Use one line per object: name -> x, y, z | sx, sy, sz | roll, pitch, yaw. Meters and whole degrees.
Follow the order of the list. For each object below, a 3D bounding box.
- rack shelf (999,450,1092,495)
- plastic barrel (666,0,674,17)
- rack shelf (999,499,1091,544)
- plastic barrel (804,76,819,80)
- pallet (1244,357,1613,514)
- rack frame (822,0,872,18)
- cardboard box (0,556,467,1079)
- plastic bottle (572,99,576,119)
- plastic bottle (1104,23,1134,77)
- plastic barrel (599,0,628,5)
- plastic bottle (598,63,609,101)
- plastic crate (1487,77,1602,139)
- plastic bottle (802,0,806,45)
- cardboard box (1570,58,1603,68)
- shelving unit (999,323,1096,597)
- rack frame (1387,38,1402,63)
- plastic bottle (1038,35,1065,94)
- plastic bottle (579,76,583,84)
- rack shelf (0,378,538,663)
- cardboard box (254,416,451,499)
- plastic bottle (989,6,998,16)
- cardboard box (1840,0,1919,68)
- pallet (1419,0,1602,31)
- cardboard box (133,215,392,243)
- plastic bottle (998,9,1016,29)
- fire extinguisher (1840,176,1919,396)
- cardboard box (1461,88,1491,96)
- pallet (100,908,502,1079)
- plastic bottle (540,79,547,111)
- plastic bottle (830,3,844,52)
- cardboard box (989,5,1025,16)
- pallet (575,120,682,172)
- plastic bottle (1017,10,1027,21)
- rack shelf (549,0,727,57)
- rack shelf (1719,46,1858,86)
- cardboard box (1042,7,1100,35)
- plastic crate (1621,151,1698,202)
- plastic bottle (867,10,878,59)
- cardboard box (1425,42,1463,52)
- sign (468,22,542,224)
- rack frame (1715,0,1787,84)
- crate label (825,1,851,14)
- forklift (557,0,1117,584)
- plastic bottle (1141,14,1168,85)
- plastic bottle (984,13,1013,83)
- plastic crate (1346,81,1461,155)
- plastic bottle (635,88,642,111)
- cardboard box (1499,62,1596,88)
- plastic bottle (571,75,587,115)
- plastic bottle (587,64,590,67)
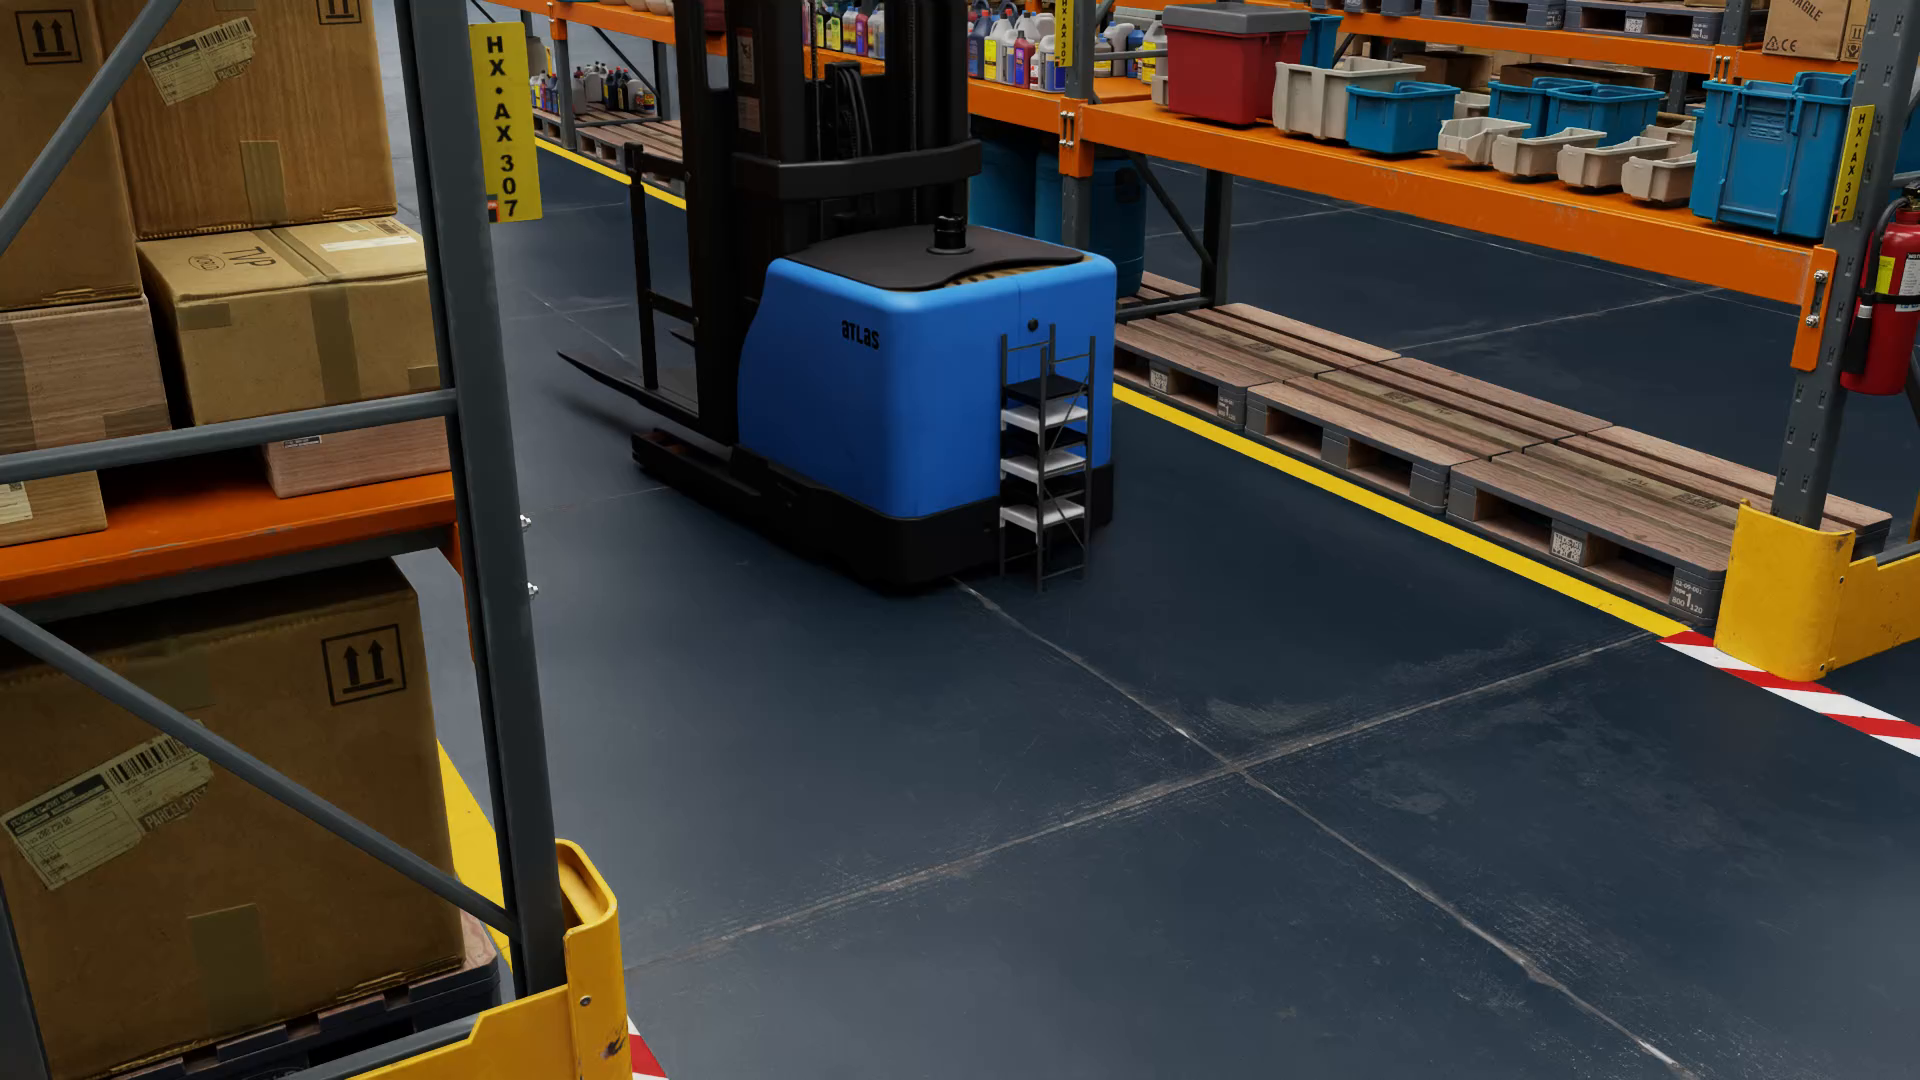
rack shelf -> 0.300, -0.247, 5.812 | 0.258, 0.077, 0.200 | -17, 27, -35
plastic barrel -> -1.998, -4.177, 12.456 | 0.421, 0.512, 0.421 | 0, 22, 0
rack shelf -> 0.300, -0.080, 5.879 | 0.258, 0.077, 0.200 | -17, 27, -35
plastic barrel -> -0.809, -2.731, 11.371 | 0.600, 0.830, 0.708 | -13, 25, -28
pallet -> 2.006, -0.484, 7.223 | 1.003, 0.211, 1.213 | -13, 25, -28
rack frame -> -1.073, -3.697, 11.423 | 1.000, 3.000, 0.127 | -13, 25, -28
cardboard box -> -1.641, 0.443, 3.501 | 0.875, 0.875, 0.875 | -13, 25, -28
plastic bottle -> -3.570, -3.957, 15.194 | 0.097, 0.201, 0.097 | 0, 22, 0
plastic bottle -> 0.874, -2.686, 9.101 | 0.152, 0.276, 0.135 | -13, 25, -28
plastic barrel -> -2.817, -4.703, 13.718 | 0.433, 0.535, 0.433 | 0, 22, 0
plastic bottle -> -3.486, -4.508, 16.353 | 0.144, 0.351, 0.185 | -13, 25, -29
plastic crate -> 2.344, -1.724, 6.712 | 0.416, 0.233, 0.300 | -13, 25, -28
plastic bottle -> -1.002, -3.325, 10.664 | 0.061, 0.283, 0.133 | -13, 25, -28
cardboard box -> 6.868, -5.060, 17.513 | 0.700, 0.500, 0.500 | -13, 25, -28
shelving unit -> 0.300, -0.278, 5.799 | 0.258, 0.900, 0.210 | -17, 27, -35
rack frame -> 5.400, -6.897, 19.297 | 1.000, 3.000, 0.127 | -13, 25, -28
plastic bottle -> 0.491, -2.410, 8.422 | 0.152, 0.276, 0.135 | -13, 25, -28
plastic bottle -> -3.767, -4.522, 16.585 | 0.097, 0.201, 0.097 | 0, 22, 0
rack shelf -> -2.267, -0.469, 4.436 | 1.077, 0.370, 4.000 | -13, 25, -28
cardboard box -> -1.143, -0.217, 3.194 | 0.380, 0.149, 0.250 | -12, 25, -28
plastic bottle -> 0.194, -3.109, 10.132 | 0.061, 0.283, 0.133 | -13, 25, -28
cardboard box -> 5.520, -3.017, 9.619 | 0.500, 0.500, 0.500 | -12, 25, -27
pallet -> 4.184, -3.931, 12.254 | 1.003, 0.211, 1.213 | -13, 25, -28
cardboard box -> -1.529, -0.597, 3.601 | 0.500, 0.250, 0.500 | -13, 25, -29
plastic bottle -> 0.249, -2.701, 9.039 | 0.144, 0.351, 0.185 | -13, 25, -28
fire extinguisher -> 2.699, -0.762, 4.801 | 0.296, 0.674, 0.183 | -13, 25, -28
cardboard box -> 4.130, -3.269, 13.106 | 0.500, 0.500, 0.500 | -14, 26, -30
pallet -> -1.721, 0.894, 3.833 | 1.003, 0.211, 1.213 | -13, 25, -28
plastic bottle -> -3.911, -4.197, 15.677 | 0.061, 0.283, 0.133 | -11, 24, -25
plastic bottle -> -0.747, -3.164, 10.267 | 0.061, 0.283, 0.133 | -13, 25, -28
cardboard box -> 0.473, -5.484, 17.917 | 0.500, 0.500, 0.500 | -13, 25, -28
pallet -> -2.682, -3.453, 14.527 | 1.003, 0.211, 1.213 | -13, 25, -28
plastic bottle -> 0.384, -3.015, 9.916 | 0.097, 0.271, 0.097 | 0, 22, 0
rack shelf -> -2.095, -4.011, 13.151 | 1.077, 0.370, 4.000 | -13, 25, -28
rack shelf -> 6.252, -2.373, 9.121 | 1.077, 0.370, 4.000 | -13, 25, -28
cardboard box -> 1.176, -5.422, 17.765 | 0.500, 0.500, 0.500 | -13, 25, -28
plastic crate -> 2.441, -1.242, 5.654 | 0.396, 0.136, 0.243 | -13, 25, -28
plastic bottle -> -0.505, -3.018, 9.925 | 0.097, 0.271, 0.097 | 0, 22, 0
cardboard box -> 5.791, -5.708, 19.107 | 0.700, 0.500, 0.500 | -12, 25, -26
sign -> -0.765, -0.697, 2.788 | 0.100, 0.325, 0.005 | -13, 25, -28
rack frame -> 5.230, -3.354, 10.579 | 1.000, 3.000, 0.127 | -13, 25, -28
crate label -> -0.966, -3.828, 11.968 | 0.303, 0.233, 0.416 | -13, 25, -28
forklift -> -0.729, -1.691, 6.580 | 1.130, 2.935, 3.031 | -17, 27, -35
plastic bottle -> 1.048, -2.569, 8.713 | 0.144, 0.351, 0.185 | -13, 25, -28
plastic bottle -> 0.219, -2.614, 8.824 | 0.144, 0.351, 0.185 | -13, 25, -28
plastic crate -> 1.744, -1.673, 6.586 | 0.416, 0.233, 0.300 | -13, 25, -28
plastic bottle -> -3.006, -4.152, 15.676 | 0.097, 0.201, 0.097 | 0, 22, 0
cardboard box -> 4.425, -3.436, 12.521 | 0.500, 0.250, 0.500 | -13, 26, -29
plastic bottle -> -3.570, -4.149, 15.470 | 0.144, 0.351, 0.185 | -13, 25, -28
plastic bottle -> -3.770, -4.687, 16.883 | 0.061, 0.283, 0.133 | -12, 25, -27
